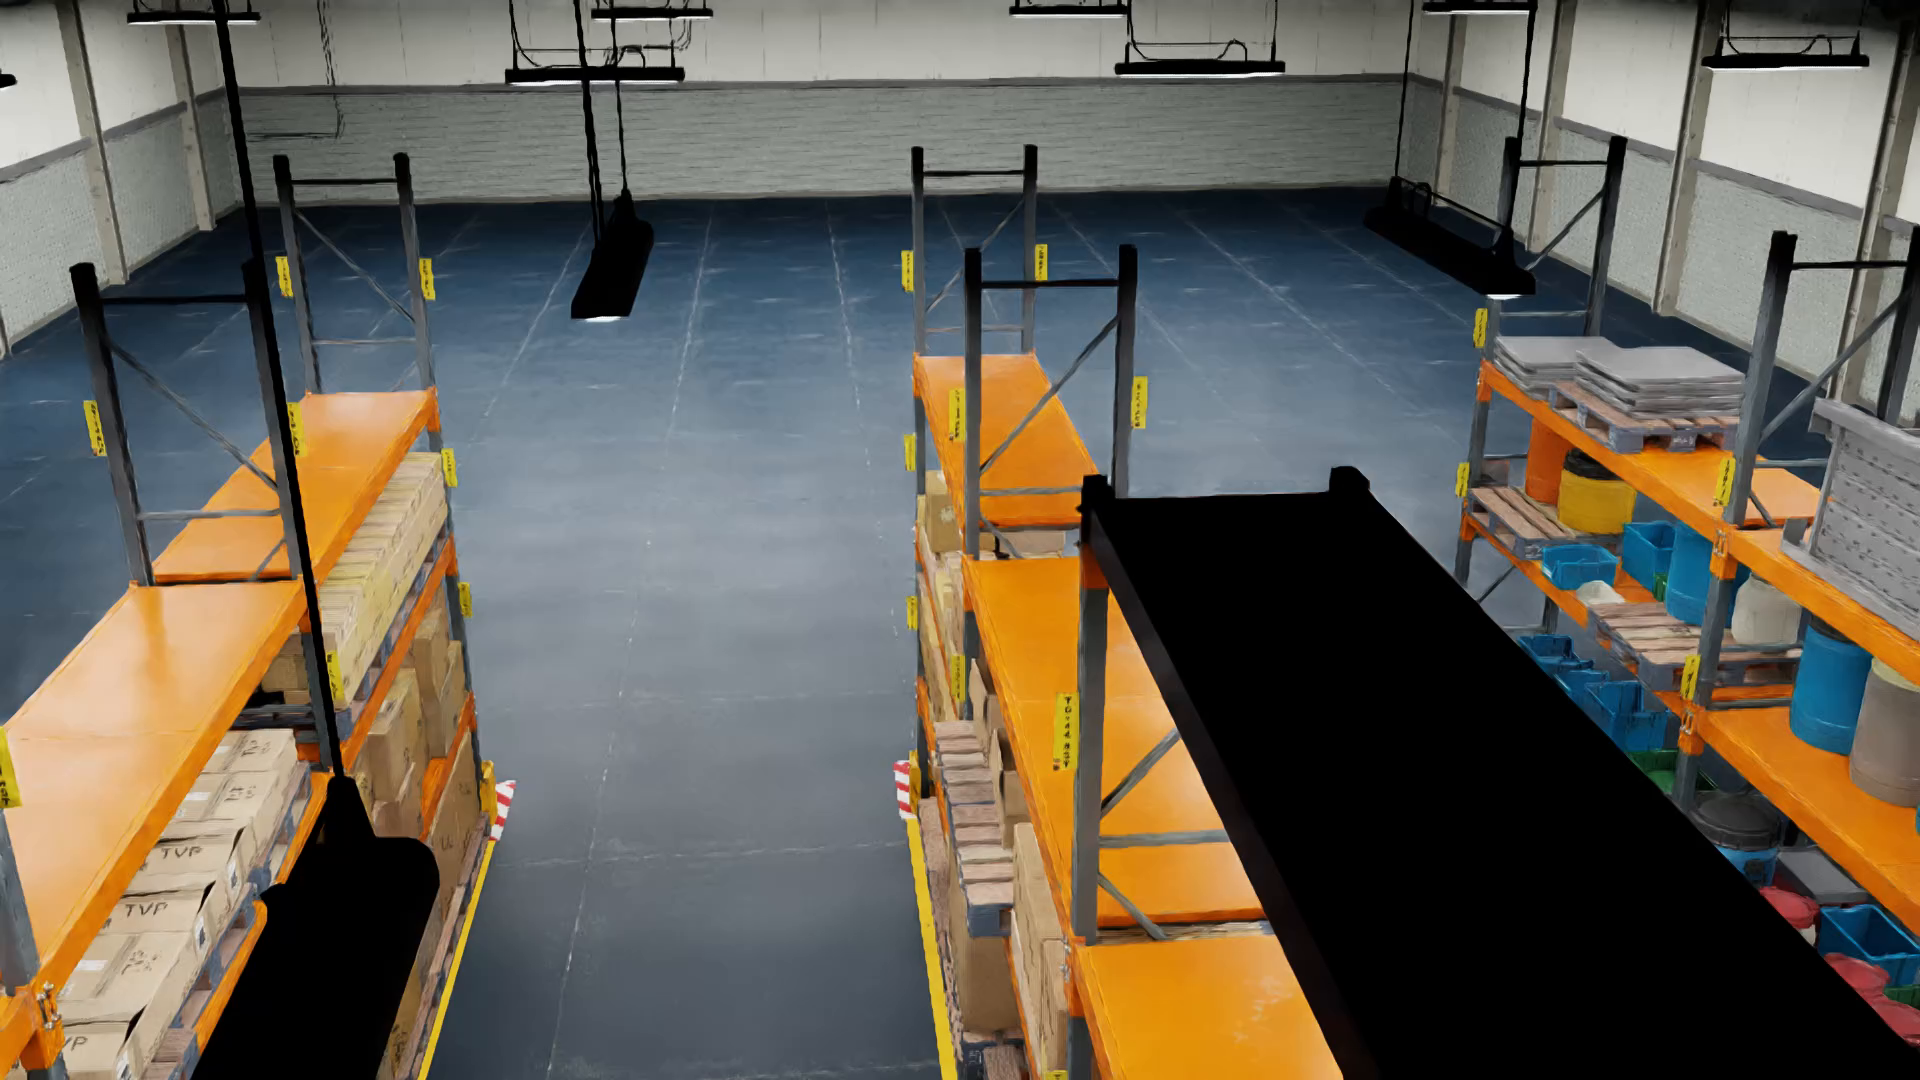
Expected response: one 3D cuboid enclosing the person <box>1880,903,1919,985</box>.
[{"bbox_3d":[7.252,2.712,12.460,0.603,1.728,0.939,4,22,10],"label":"person"}]
